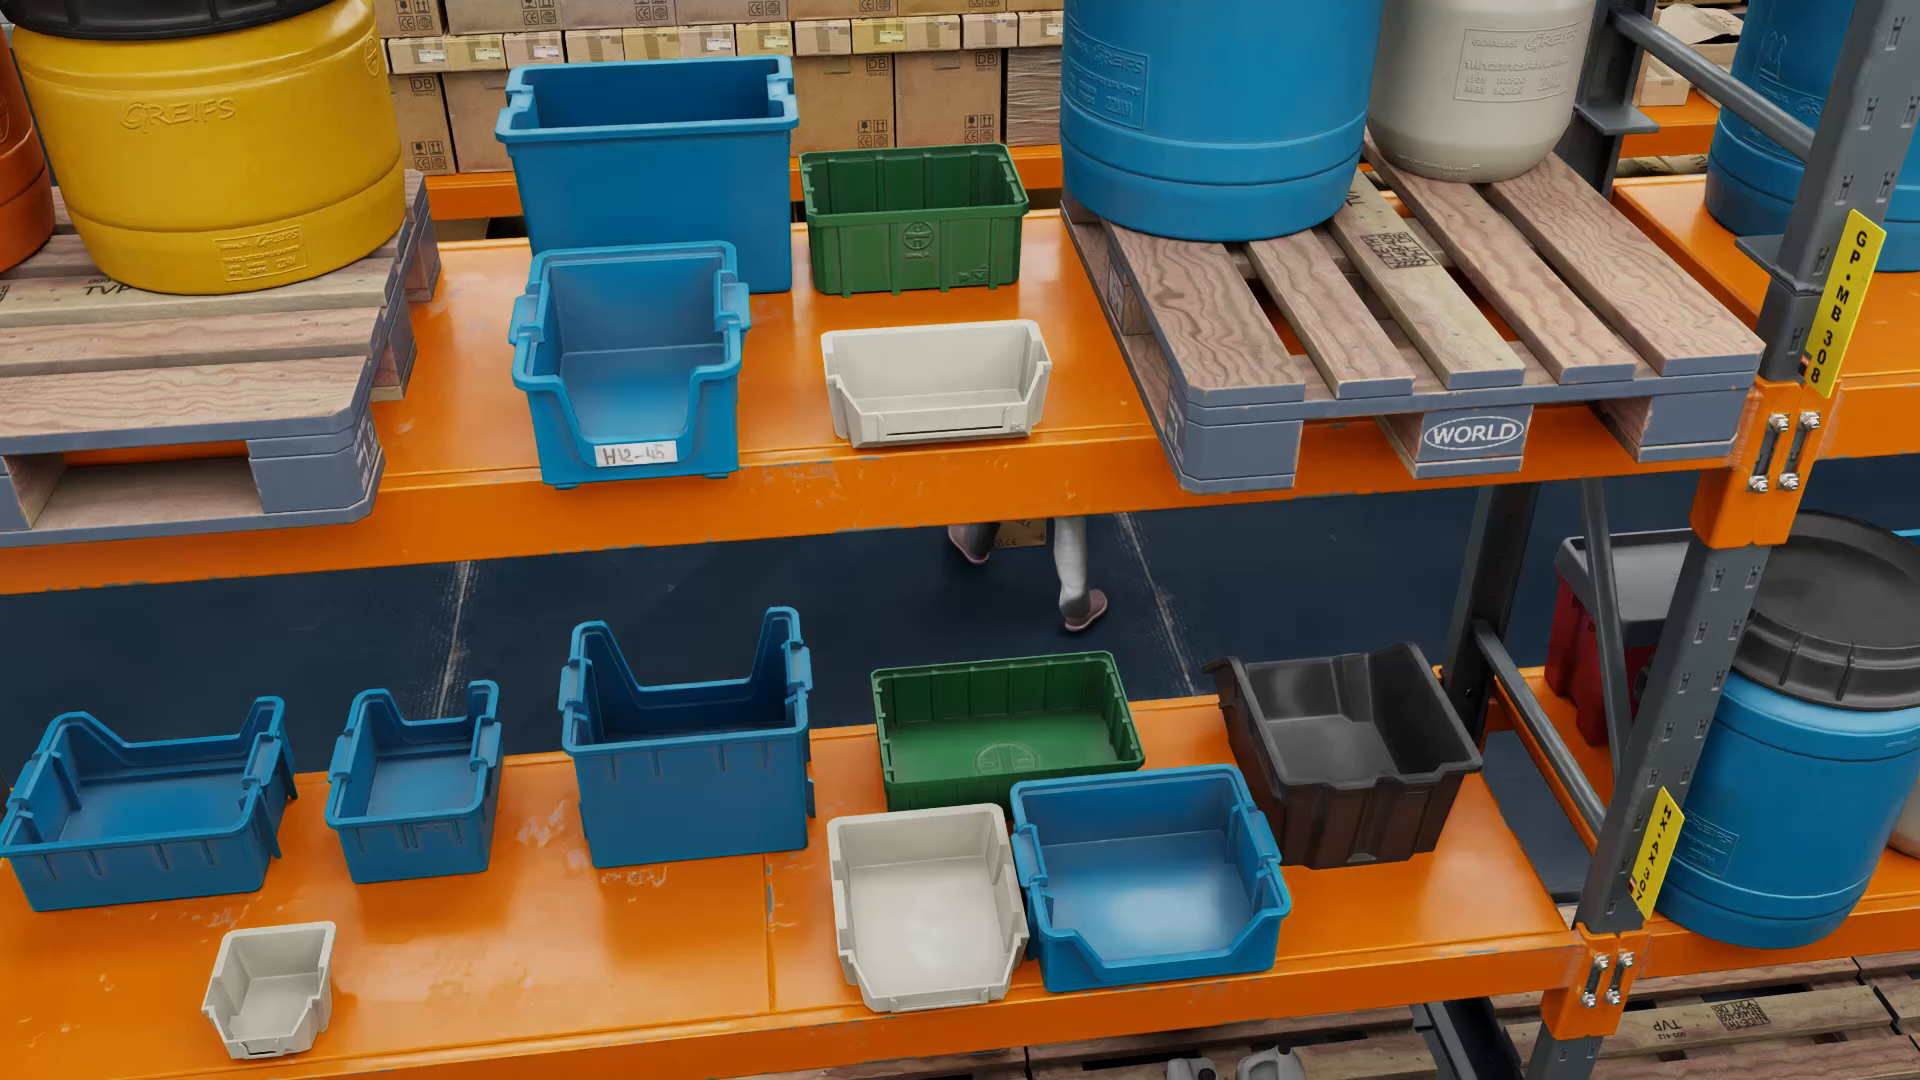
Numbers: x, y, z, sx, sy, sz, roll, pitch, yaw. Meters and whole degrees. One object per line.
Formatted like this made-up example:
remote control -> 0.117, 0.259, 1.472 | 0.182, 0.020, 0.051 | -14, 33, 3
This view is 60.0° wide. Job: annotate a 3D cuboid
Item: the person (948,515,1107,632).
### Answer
person -> 0.292, -0.478, 6.821 | 0.660, 1.617, 0.797 | -2, 35, -2
